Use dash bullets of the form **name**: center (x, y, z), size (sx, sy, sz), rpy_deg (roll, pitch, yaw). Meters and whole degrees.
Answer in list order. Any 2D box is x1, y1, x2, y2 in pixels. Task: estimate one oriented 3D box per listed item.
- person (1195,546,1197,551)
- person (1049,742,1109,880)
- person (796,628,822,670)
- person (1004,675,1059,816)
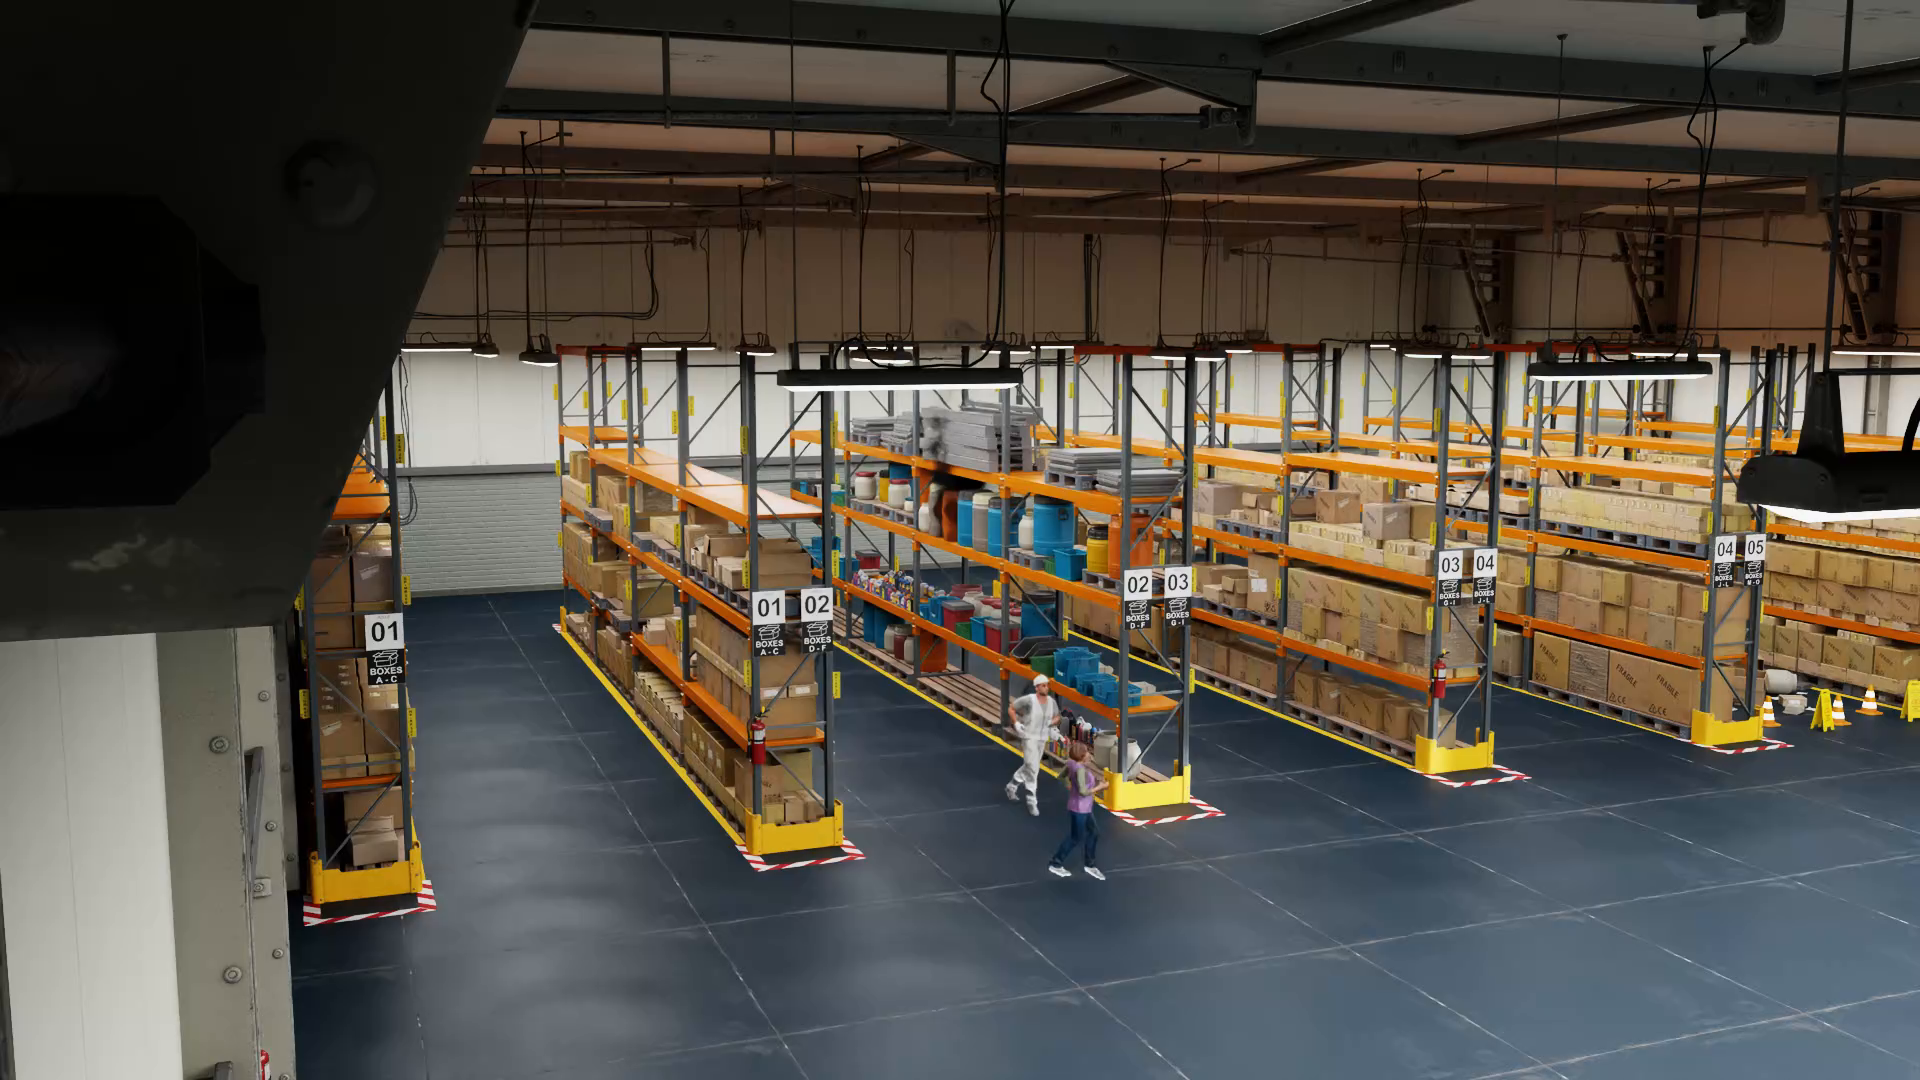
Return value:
- **person**: center (5.749, 0.195, 41.715), size (0.563, 1.706, 0.724), rpy_deg (2, 8, 16)
- **person**: center (1.360, 3.118, 19.058), size (0.690, 1.639, 0.518), rpy_deg (0, 7, 0)
- **person**: center (-2.575, 1.723, 29.482), size (0.686, 1.737, 0.714), rpy_deg (-4, 8, -30)
- **person**: center (0.988, 2.680, 22.062), size (0.660, 1.843, 0.807), rpy_deg (-5, 9, -35)
